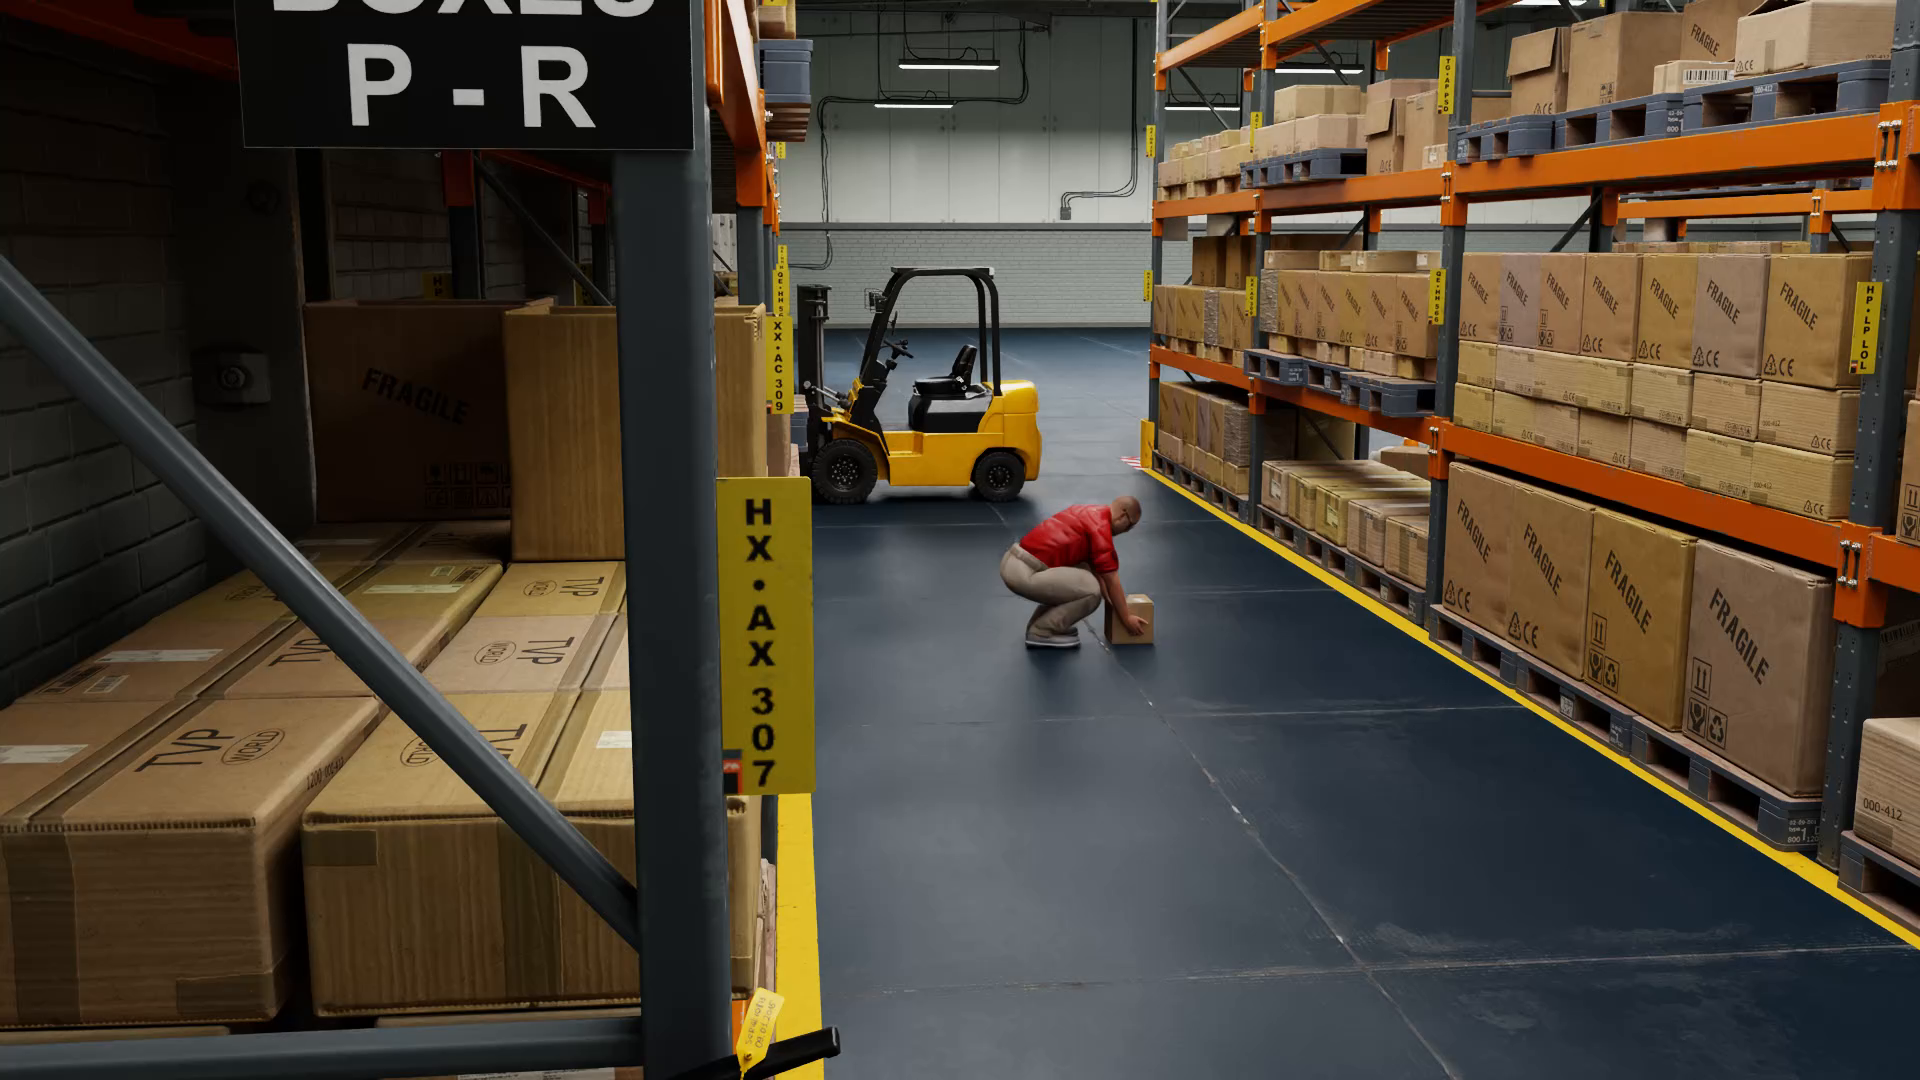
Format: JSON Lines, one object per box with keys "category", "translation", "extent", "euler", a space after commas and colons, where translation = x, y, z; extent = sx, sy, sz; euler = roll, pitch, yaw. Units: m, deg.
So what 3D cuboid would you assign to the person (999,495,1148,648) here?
{"category": "person", "translation": [0.669, 0.178, 9.934], "extent": [0.871, 0.876, 0.562], "euler": [-1, 10, -6]}
